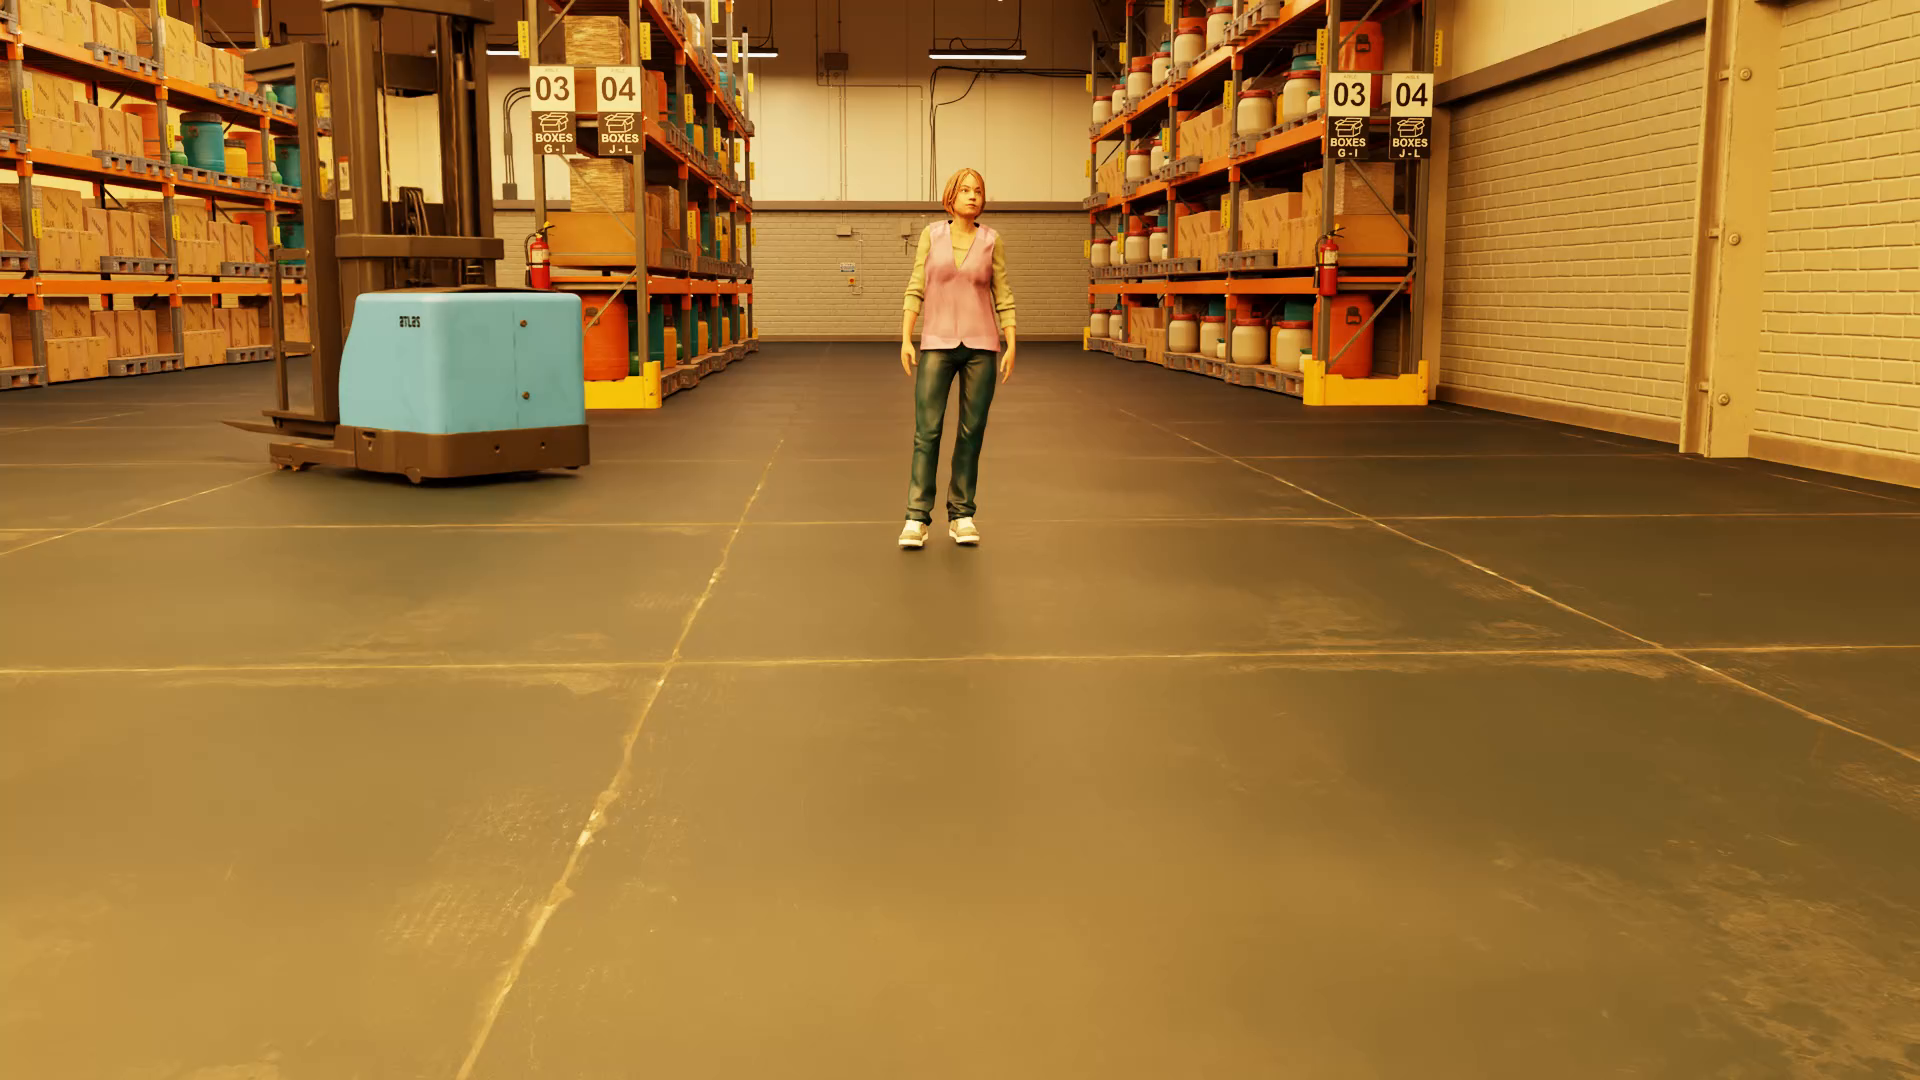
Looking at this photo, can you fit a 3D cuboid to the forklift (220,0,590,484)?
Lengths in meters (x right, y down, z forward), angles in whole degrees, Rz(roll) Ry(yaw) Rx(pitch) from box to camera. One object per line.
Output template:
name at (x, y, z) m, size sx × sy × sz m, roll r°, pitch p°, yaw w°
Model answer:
forklift at (-3.621, -1.916, 10.234) m, size 3.031 × 2.935 × 1.130 m, roll 7°, pitch 11°, yaw 41°

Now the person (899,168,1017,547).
person at (-0.010, -0.786, 7.117) m, size 0.520 × 1.599 × 0.473 m, roll -1°, pitch 8°, yaw -4°
